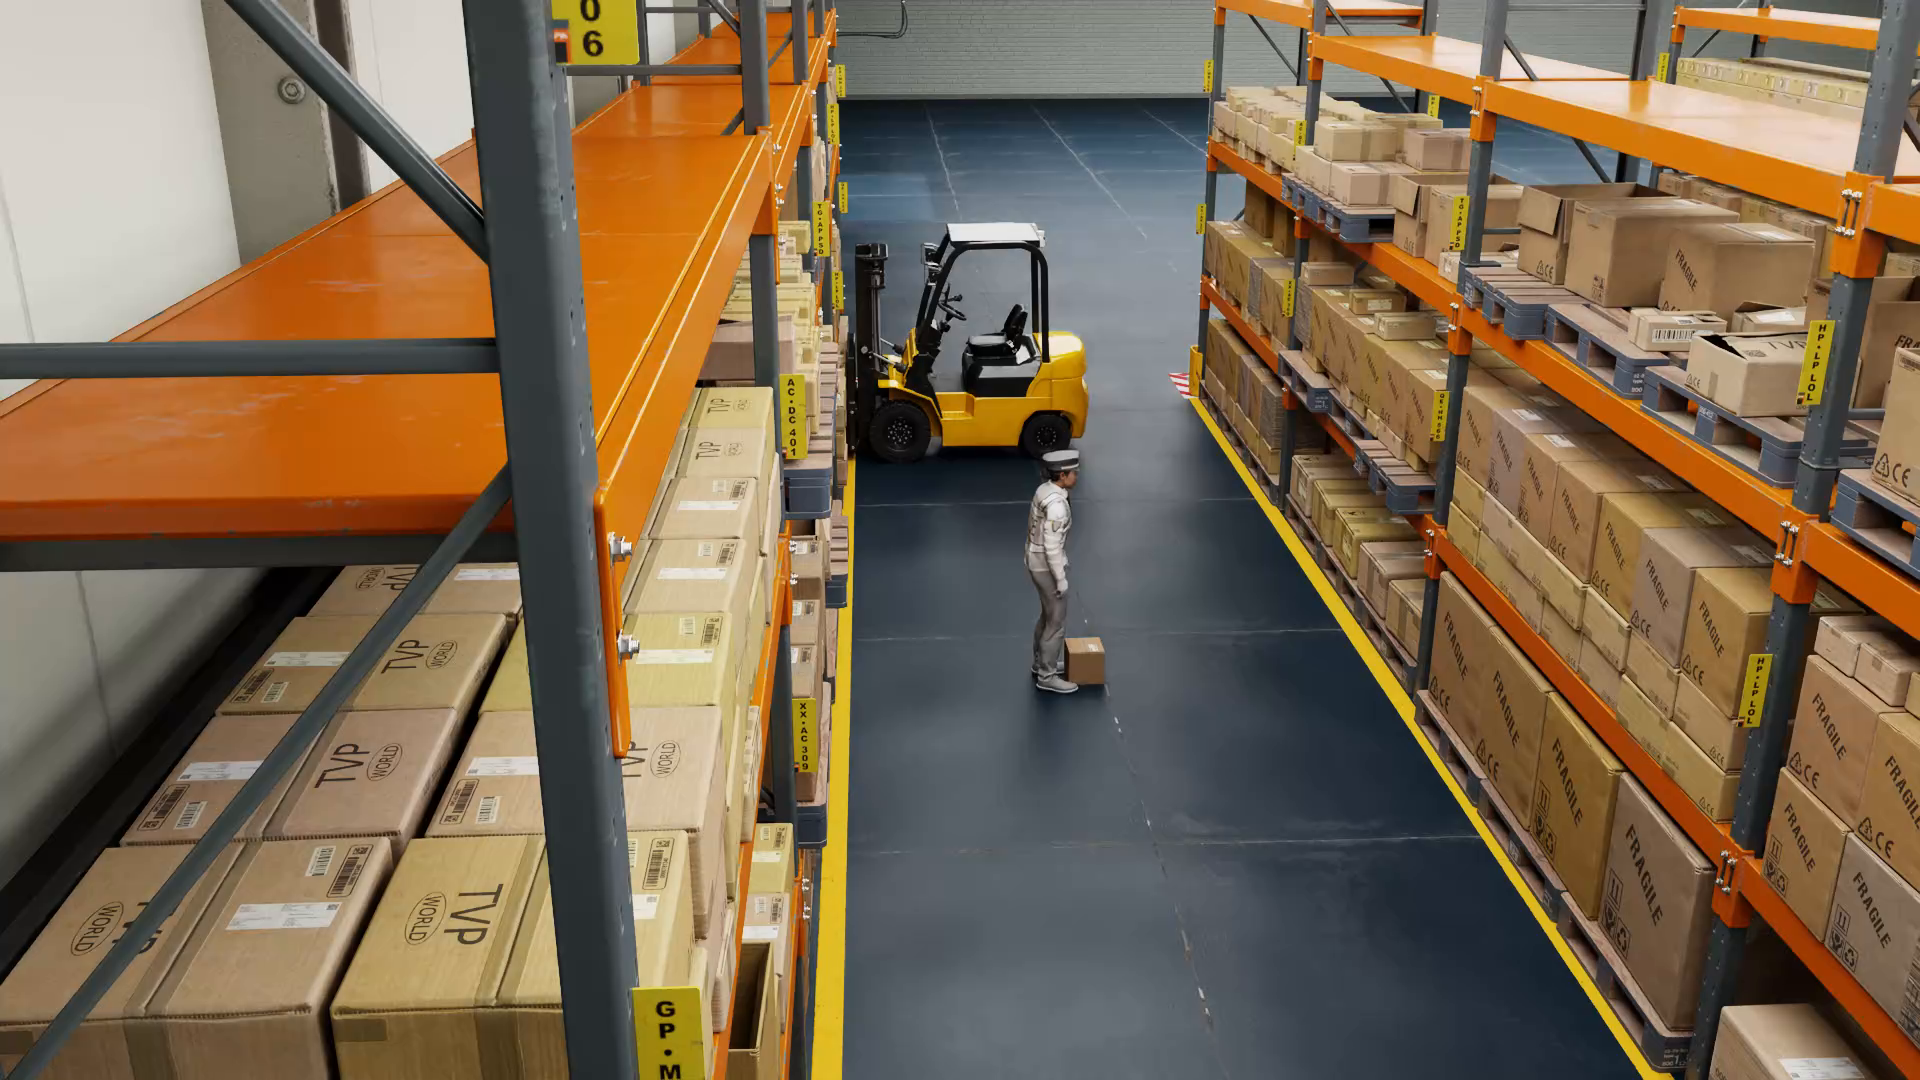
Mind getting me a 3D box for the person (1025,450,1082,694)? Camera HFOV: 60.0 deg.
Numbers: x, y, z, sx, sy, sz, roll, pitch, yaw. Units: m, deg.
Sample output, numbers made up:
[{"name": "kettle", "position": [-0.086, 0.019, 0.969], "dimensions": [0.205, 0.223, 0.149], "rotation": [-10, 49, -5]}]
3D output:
[{"name": "person", "position": [0.631, 0.196, 11.369], "dimensions": [0.371, 1.663, 0.529], "rotation": [-1, 21, -3]}]
